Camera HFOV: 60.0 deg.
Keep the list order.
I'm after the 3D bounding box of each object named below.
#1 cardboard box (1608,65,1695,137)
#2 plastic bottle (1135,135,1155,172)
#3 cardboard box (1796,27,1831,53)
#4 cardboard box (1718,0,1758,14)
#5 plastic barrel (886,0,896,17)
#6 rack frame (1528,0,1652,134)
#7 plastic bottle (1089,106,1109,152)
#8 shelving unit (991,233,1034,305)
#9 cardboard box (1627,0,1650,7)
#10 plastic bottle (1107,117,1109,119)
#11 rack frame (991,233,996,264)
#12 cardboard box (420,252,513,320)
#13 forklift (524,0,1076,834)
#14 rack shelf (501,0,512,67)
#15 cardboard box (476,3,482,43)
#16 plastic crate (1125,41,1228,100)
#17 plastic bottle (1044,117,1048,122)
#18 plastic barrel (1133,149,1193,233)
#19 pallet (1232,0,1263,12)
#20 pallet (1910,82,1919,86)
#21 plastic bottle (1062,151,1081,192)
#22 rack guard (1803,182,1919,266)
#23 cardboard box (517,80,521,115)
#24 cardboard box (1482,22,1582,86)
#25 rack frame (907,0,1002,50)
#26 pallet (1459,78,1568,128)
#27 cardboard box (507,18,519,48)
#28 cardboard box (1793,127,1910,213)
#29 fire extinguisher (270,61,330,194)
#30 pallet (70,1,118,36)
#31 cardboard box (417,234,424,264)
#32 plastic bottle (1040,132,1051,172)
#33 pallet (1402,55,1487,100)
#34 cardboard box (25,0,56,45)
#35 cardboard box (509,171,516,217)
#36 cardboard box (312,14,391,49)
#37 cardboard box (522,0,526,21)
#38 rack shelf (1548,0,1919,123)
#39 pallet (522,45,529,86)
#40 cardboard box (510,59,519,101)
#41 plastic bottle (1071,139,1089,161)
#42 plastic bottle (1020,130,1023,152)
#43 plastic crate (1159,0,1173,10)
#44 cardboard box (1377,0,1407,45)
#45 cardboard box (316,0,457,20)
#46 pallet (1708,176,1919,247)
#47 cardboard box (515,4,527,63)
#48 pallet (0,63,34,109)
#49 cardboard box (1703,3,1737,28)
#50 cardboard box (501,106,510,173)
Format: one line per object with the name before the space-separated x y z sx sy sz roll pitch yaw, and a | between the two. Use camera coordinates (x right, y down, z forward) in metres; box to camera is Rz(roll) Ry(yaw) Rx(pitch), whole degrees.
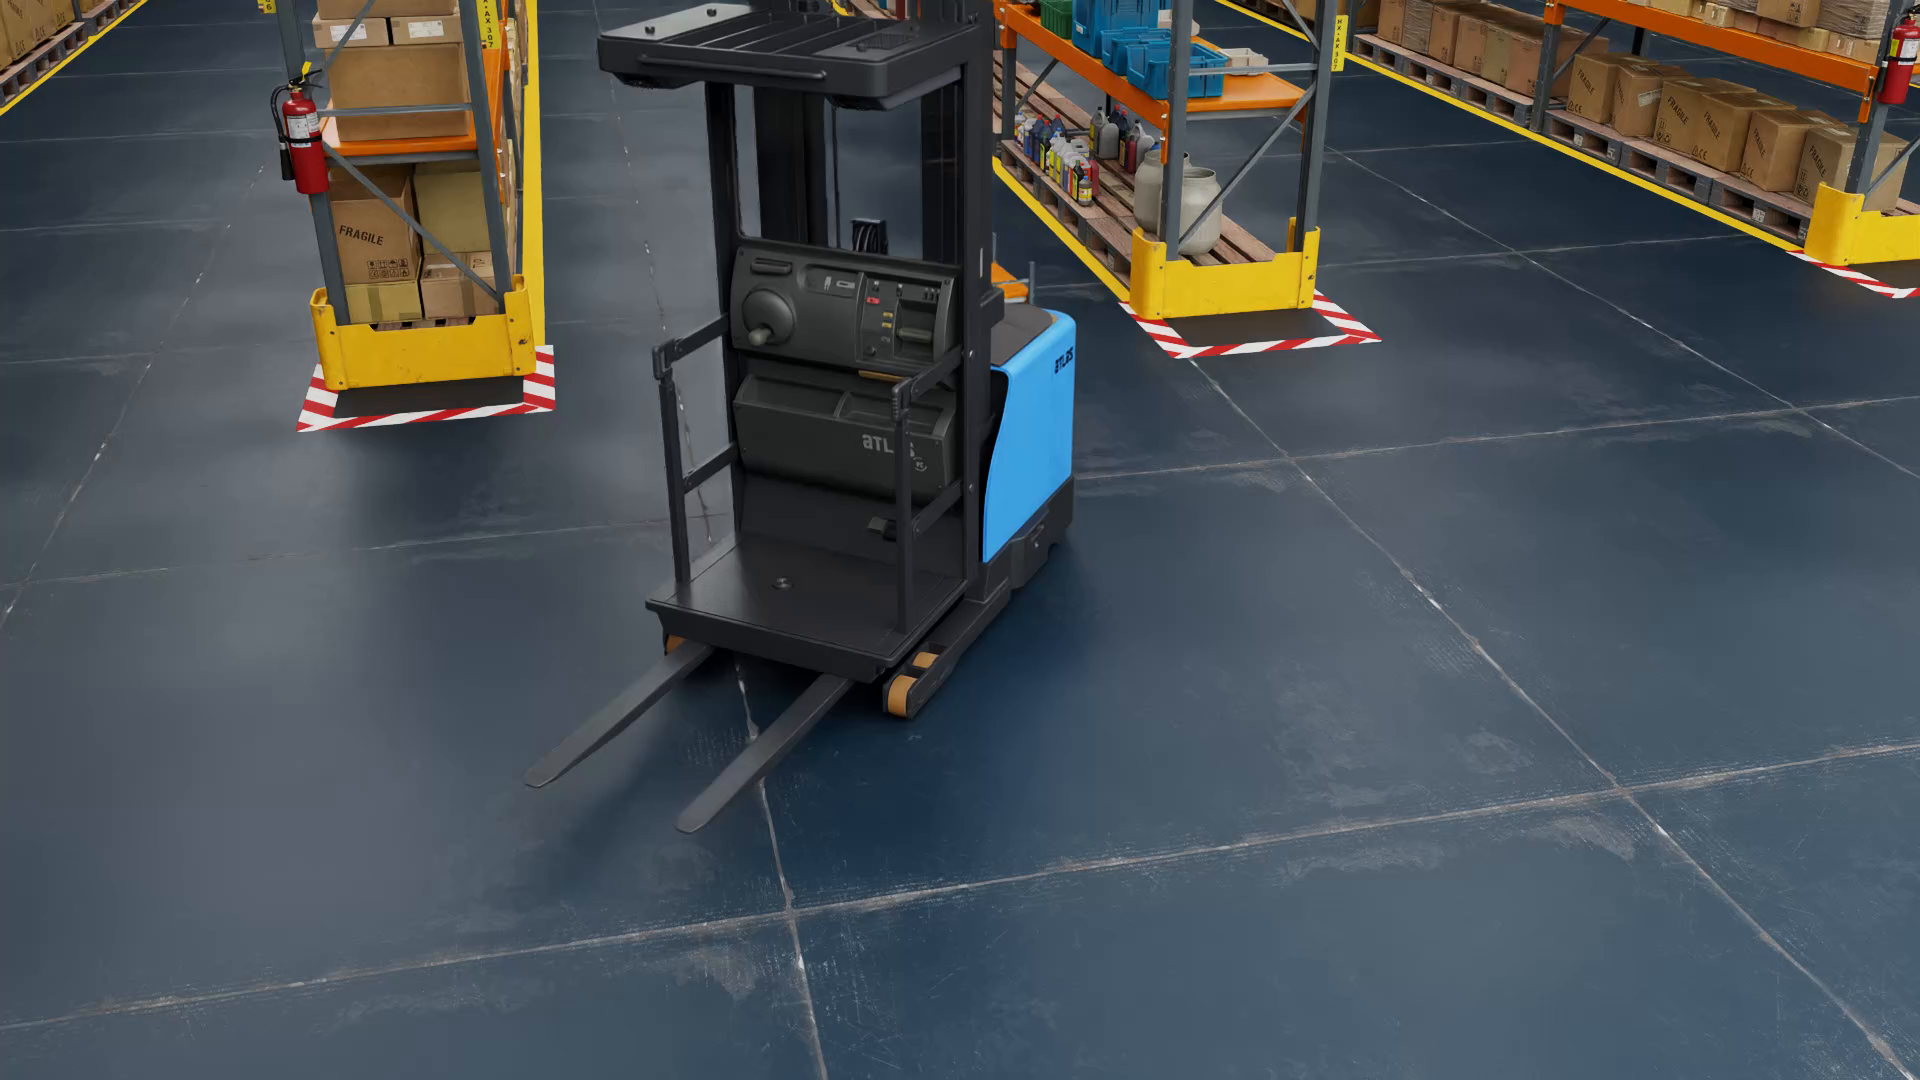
cardboard box | 5.863 -3.730 14.119 0.500 0.500 0.500 2 27 5
plastic bottle | 1.424 -3.015 12.929 0.152 0.276 0.135 -5 27 -11
cardboard box | 6.149 -3.539 11.711 0.380 0.149 0.250 -6 27 -12
cardboard box | 6.179 -4.185 12.272 0.875 0.500 0.500 -6 27 -12
plastic barrel | -0.648 -6.366 19.329 0.421 0.512 0.421 0 27 0
rack frame | 5.675 -5.089 14.503 1.000 3.000 0.127 -6 27 -12
plastic bottle | 1.135 -3.331 13.473 0.144 0.351 0.185 -6 27 -12
shelving unit | 0.141 -0.821 8.044 0.258 1.200 0.503 -9 28 -18
cardboard box | 5.639 -4.411 13.439 0.380 0.149 0.250 -6 27 -12
plastic bottle | 1.235 -3.405 13.785 0.097 0.201 0.097 0 27 0
rack frame | 0.057 -0.924 8.249 0.240 1.200 0.015 -9 28 -18
cardboard box | -2.980 -1.546 10.070 0.500 0.250 0.500 -6 27 -12
forklift | -0.545 -0.845 6.170 1.130 2.935 3.031 12 29 22
rack shelf | -4.428 -4.641 14.415 1.077 0.370 4.000 -6 27 -12
cardboard box | -3.746 -3.704 11.648 0.700 0.500 0.500 -6 27 -12
plastic crate | 1.347 -2.953 10.436 0.499 0.251 0.616 -6 27 -12
plastic bottle | 0.697 -3.257 13.400 0.061 0.283 0.133 -6 27 -12
plastic barrel | 1.415 -2.408 11.486 0.421 0.512 0.421 0 27 0
pallet | 4.120 -7.025 21.433 1.003 0.211 1.213 -6 27 -12
pallet | 10.283 -4.634 16.697 1.003 0.211 1.213 -6 27 -12
plastic bottle | 0.849 -2.746 12.396 0.152 0.276 0.135 -7 28 -13
rack guard | 6.559 -2.250 11.653 1.175 0.500 0.348 -6 27 -12
cardboard box | -4.174 -3.922 14.776 0.500 0.250 0.500 -5 27 -11
cardboard box | 5.469 -4.652 15.924 0.700 0.500 0.500 -6 27 -12
rack frame | -0.052 -6.342 16.985 1.000 3.000 0.127 -6 27 -12
pallet | 5.498 -4.185 15.808 1.003 0.211 1.213 -6 27 -12
cardboard box | -4.521 -4.846 15.985 0.500 0.311 0.500 -5 27 -10
cardboard box | 6.452 -2.680 12.039 0.500 0.500 0.500 -1 27 -2
fire extinguisher | -3.502 -2.195 8.855 0.296 0.674 0.183 -6 27 -12
pallet | -10.701 -6.189 19.777 1.003 0.211 1.213 -6 27 -12
cardboard box | -3.609 -1.712 10.398 0.500 0.250 0.500 -6 27 -12
plastic bottle | 0.666 -3.013 12.917 0.061 0.283 0.133 -5 27 -9
pallet | 5.220 -4.722 16.871 1.003 0.211 1.213 -6 27 -12
cardboard box | -10.129 -5.657 17.549 0.750 0.750 0.750 -5 27 -10
cardboard box | -3.430 -2.424 11.810 0.500 0.250 0.500 -6 27 -12
cardboard box | -3.348 -2.811 9.159 0.380 0.149 0.250 -6 27 -12
cardboard box | -5.174 -6.051 18.696 0.500 0.500 0.500 -6 27 -11
rack shelf | 6.126 -3.889 12.925 1.077 0.370 4.000 -6 27 -12
pallet | -5.010 -4.927 17.277 1.003 0.211 1.213 -6 27 -12
cardboard box | -4.053 -3.949 14.207 0.500 0.311 0.500 -7 28 -13
plastic bottle | 0.904 -2.926 12.753 0.152 0.276 0.135 -6 27 -12
plastic bottle | 0.540 -3.259 13.495 0.097 0.201 0.097 0 27 0
plastic crate | 1.364 -4.061 12.632 0.499 0.251 0.616 -6 27 -12
cardboard box | 4.944 -5.633 17.867 0.700 0.500 0.500 -7 28 -14
cardboard box | -3.180 -3.182 9.174 0.700 0.500 0.500 -6 27 -11
pallet | 6.411 -2.481 12.432 1.003 0.211 1.213 -6 27 -12
cardboard box | -4.703 -5.150 16.909 0.500 0.500 0.500 -5 27 -9
pallet | -9.808 -4.445 16.321 1.003 0.211 1.213 -6 27 -12
cardboard box | 5.871 -3.972 12.570 0.380 0.149 0.250 -6 27 -12
cardboard box | -3.442 -2.758 11.638 0.500 0.500 0.500 -6 27 -12
